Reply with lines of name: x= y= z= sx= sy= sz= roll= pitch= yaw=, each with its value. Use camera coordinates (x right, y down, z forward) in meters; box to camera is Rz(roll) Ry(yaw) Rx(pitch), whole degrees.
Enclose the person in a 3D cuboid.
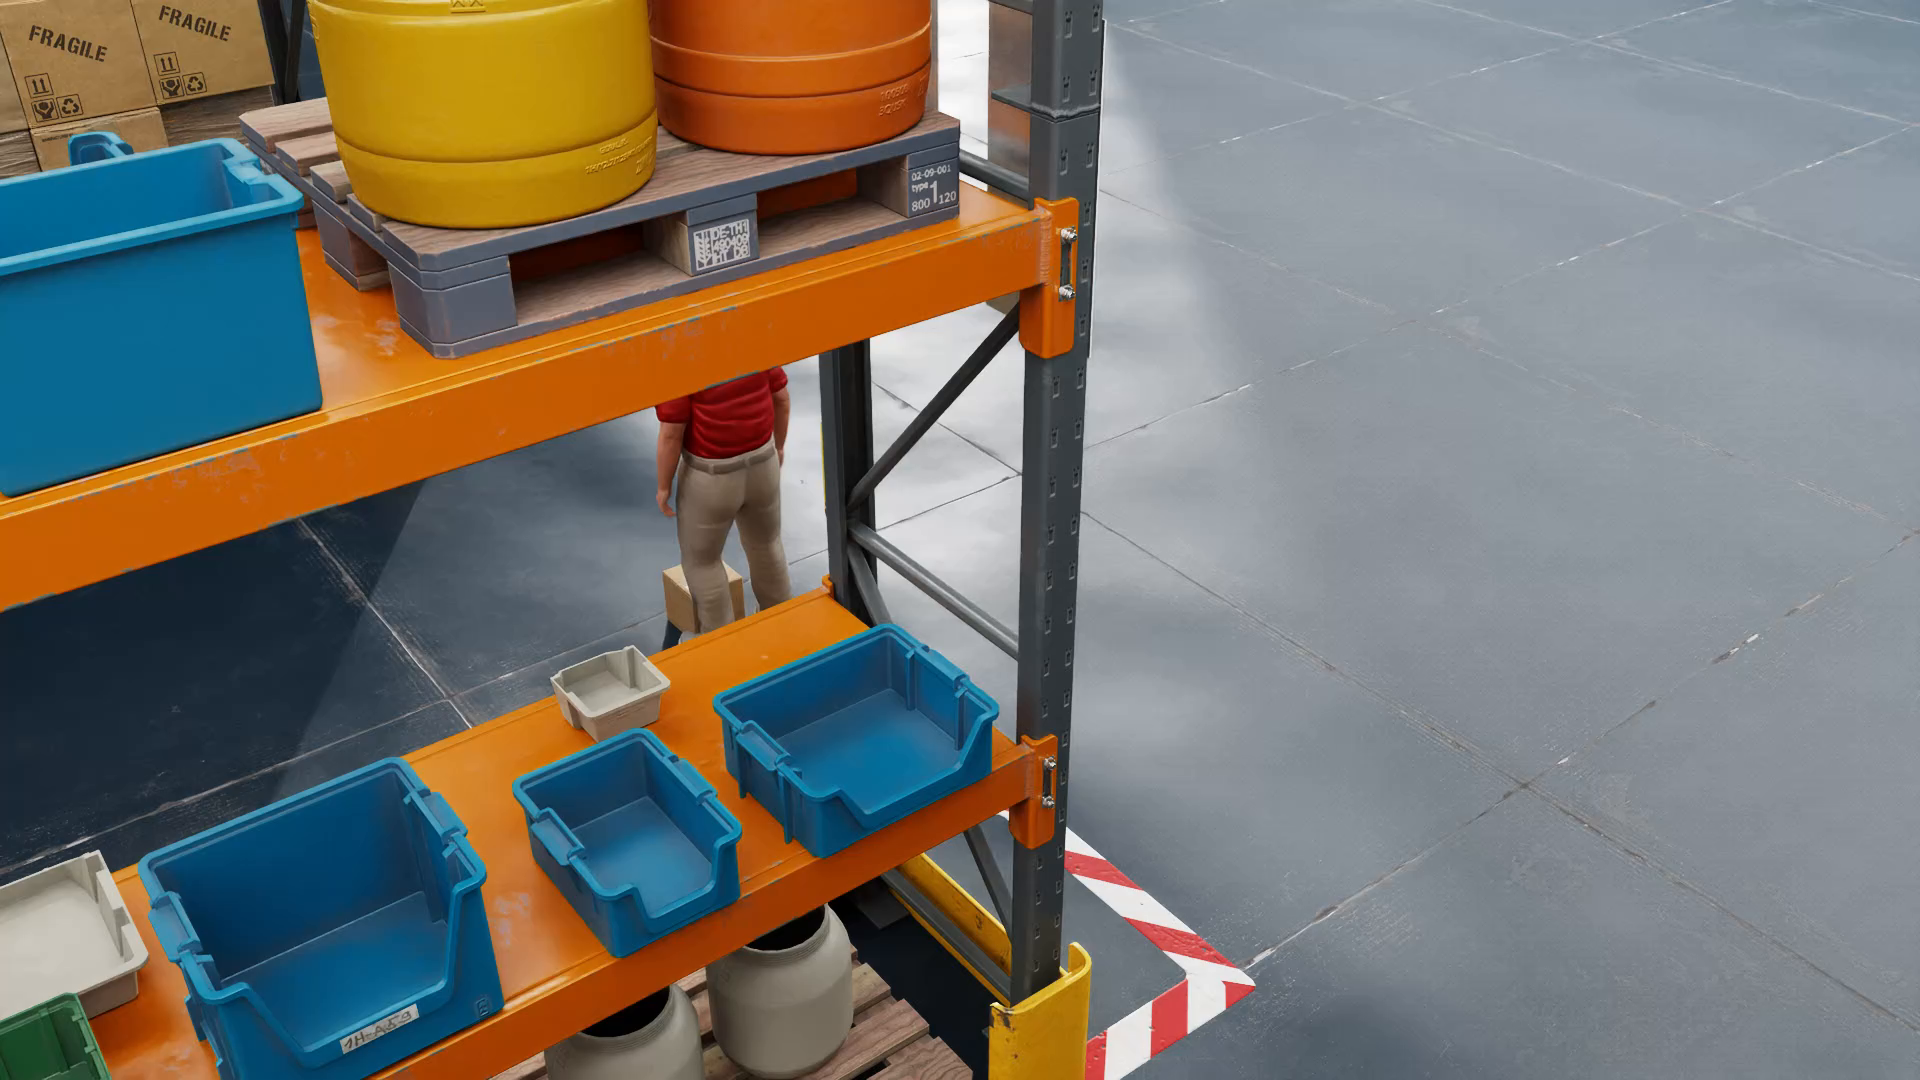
person: x=-0.934 y=-0.275 z=6.590 sx=0.587 sy=1.727 sz=0.394 roll=-22 pitch=38 yaw=-31
